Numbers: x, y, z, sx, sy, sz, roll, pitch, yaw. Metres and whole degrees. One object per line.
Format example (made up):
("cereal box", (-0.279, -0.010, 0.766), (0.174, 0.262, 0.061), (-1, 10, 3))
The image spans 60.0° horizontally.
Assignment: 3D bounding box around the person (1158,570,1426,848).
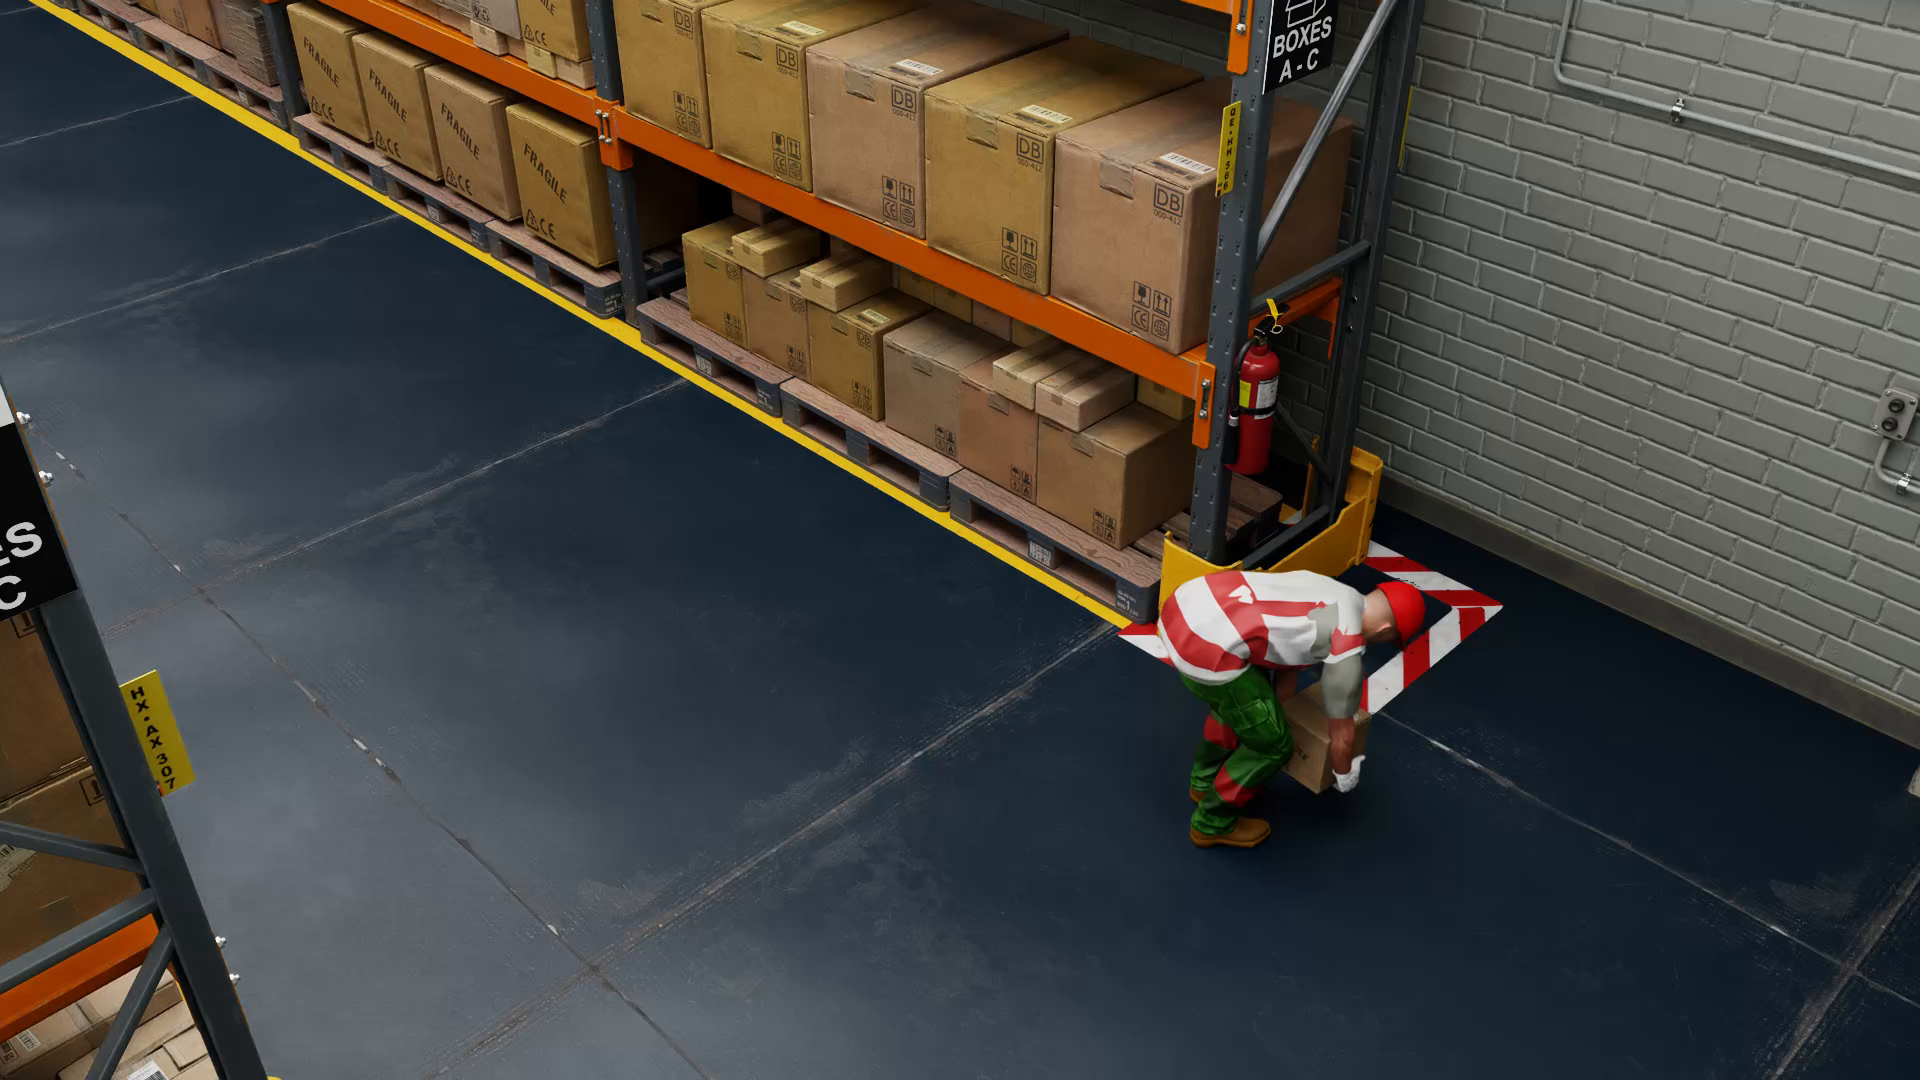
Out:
("person", (1.170, 0.567, 5.936), (0.961, 1.073, 0.503), (-6, 36, -8))
